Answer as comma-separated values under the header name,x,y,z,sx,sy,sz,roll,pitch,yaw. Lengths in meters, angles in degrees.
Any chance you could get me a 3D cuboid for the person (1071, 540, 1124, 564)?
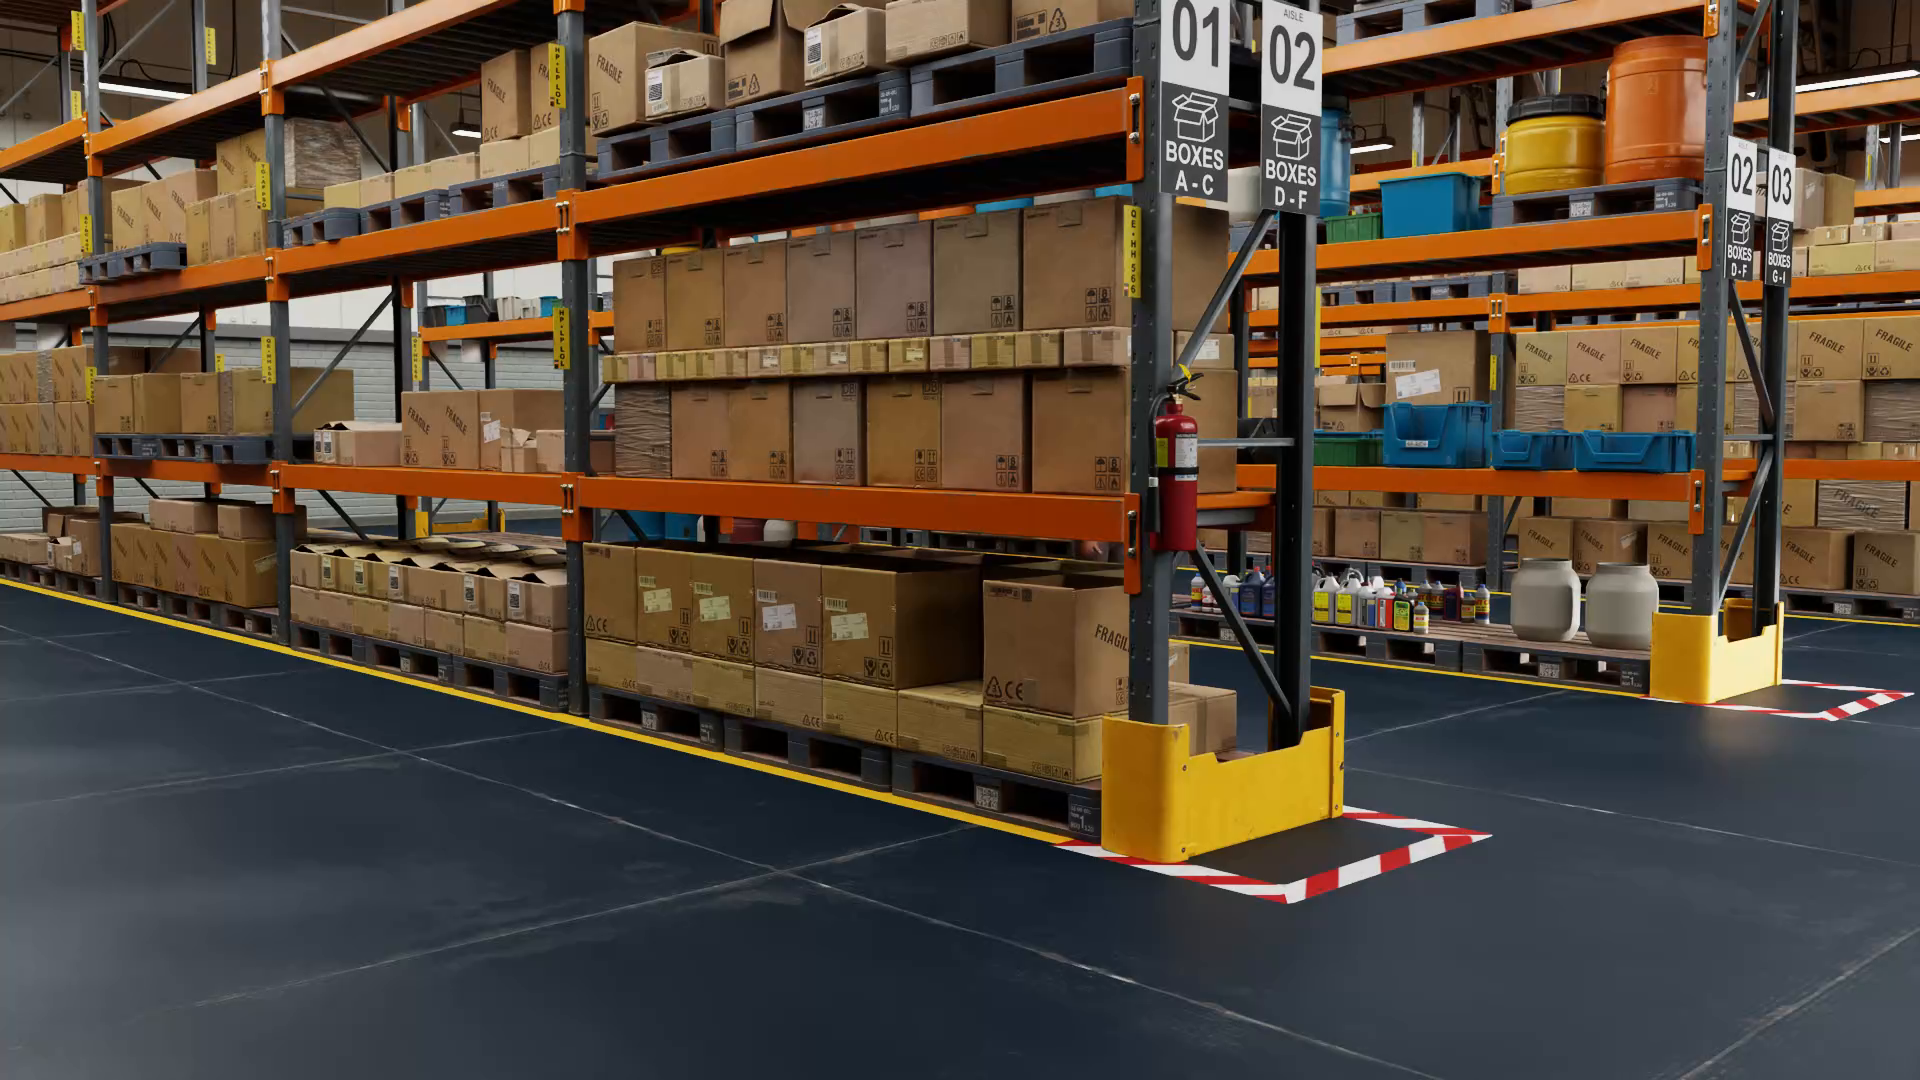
name,x,y,z,sx,sy,sz,roll,pitch,yaw
person,0.909,0.005,10.452,0.532,1.722,0.358,-4,5,-42
